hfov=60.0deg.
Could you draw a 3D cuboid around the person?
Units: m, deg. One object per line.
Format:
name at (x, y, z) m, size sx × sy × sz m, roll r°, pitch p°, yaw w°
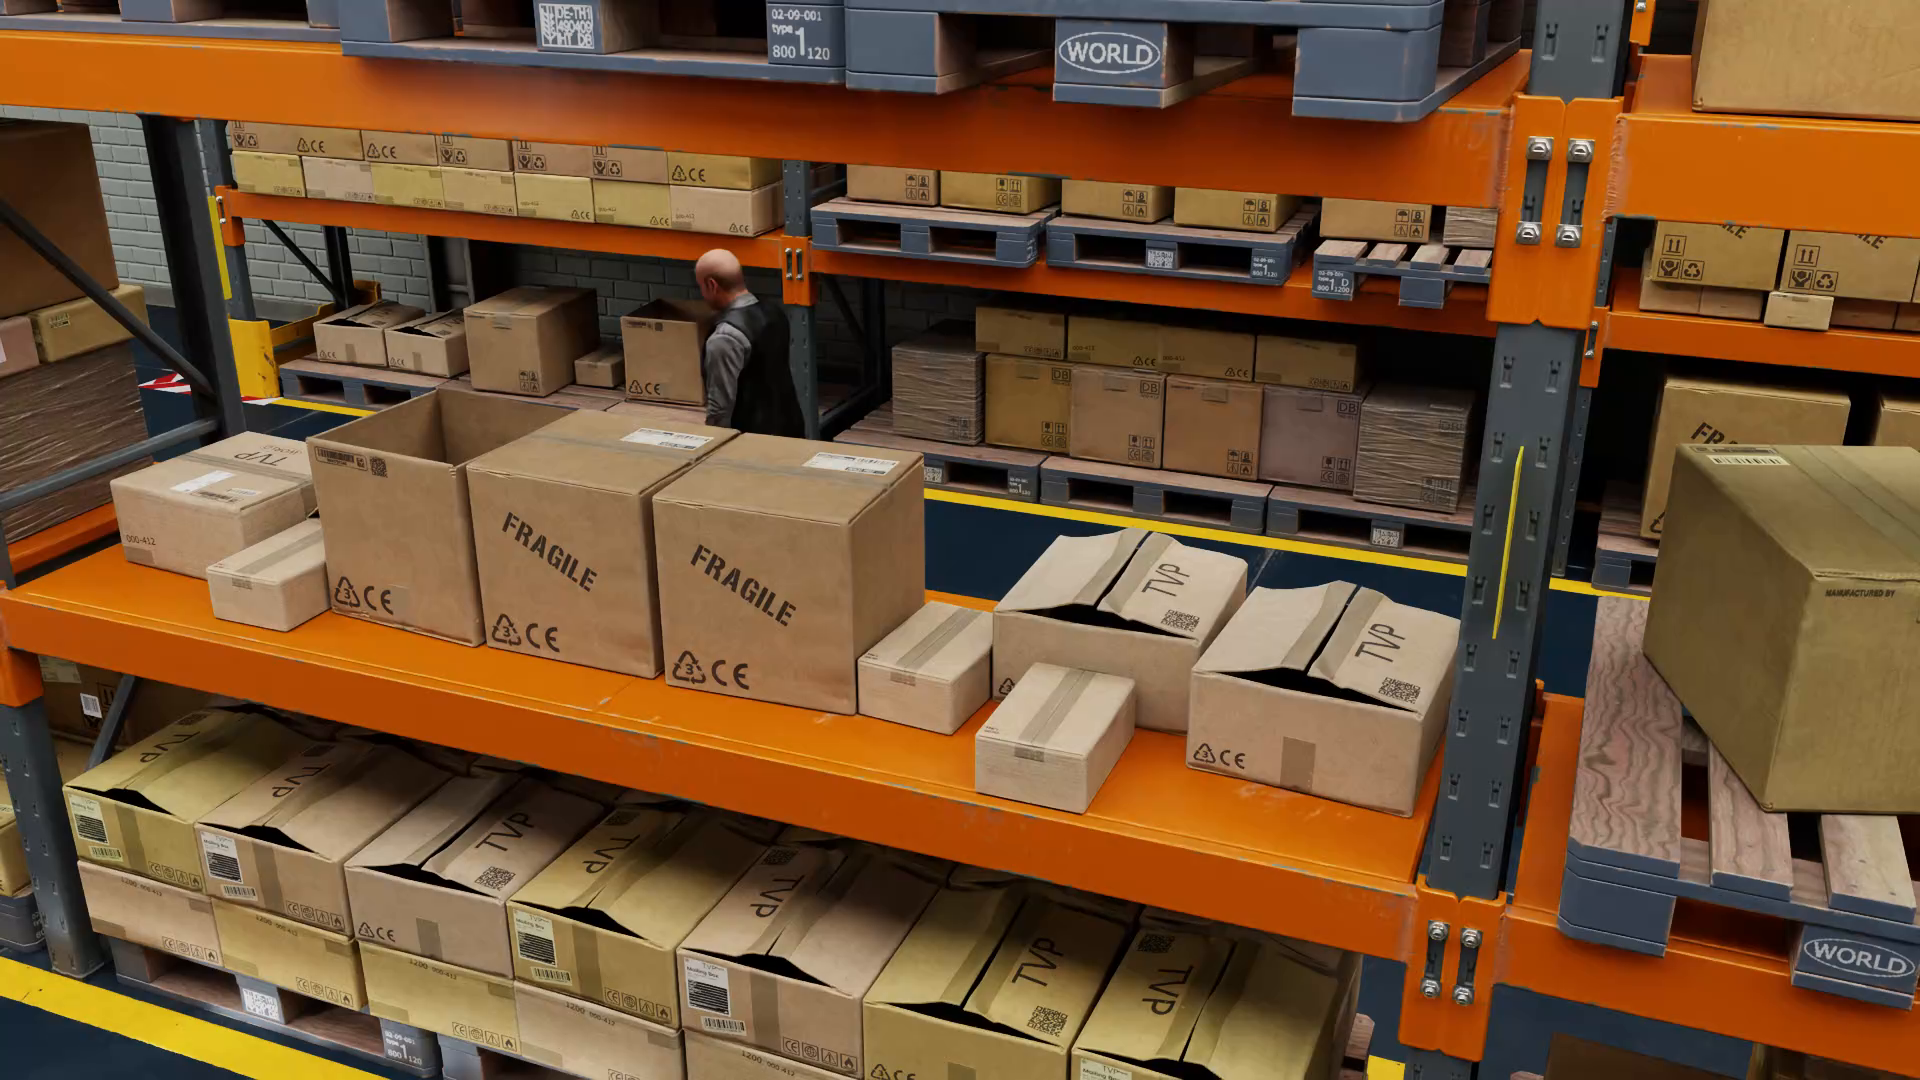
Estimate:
person at (-0.921, -0.343, 7.028) m, size 0.526 × 1.782 × 0.569 m, roll 8°, pitch 24°, yaw 19°
